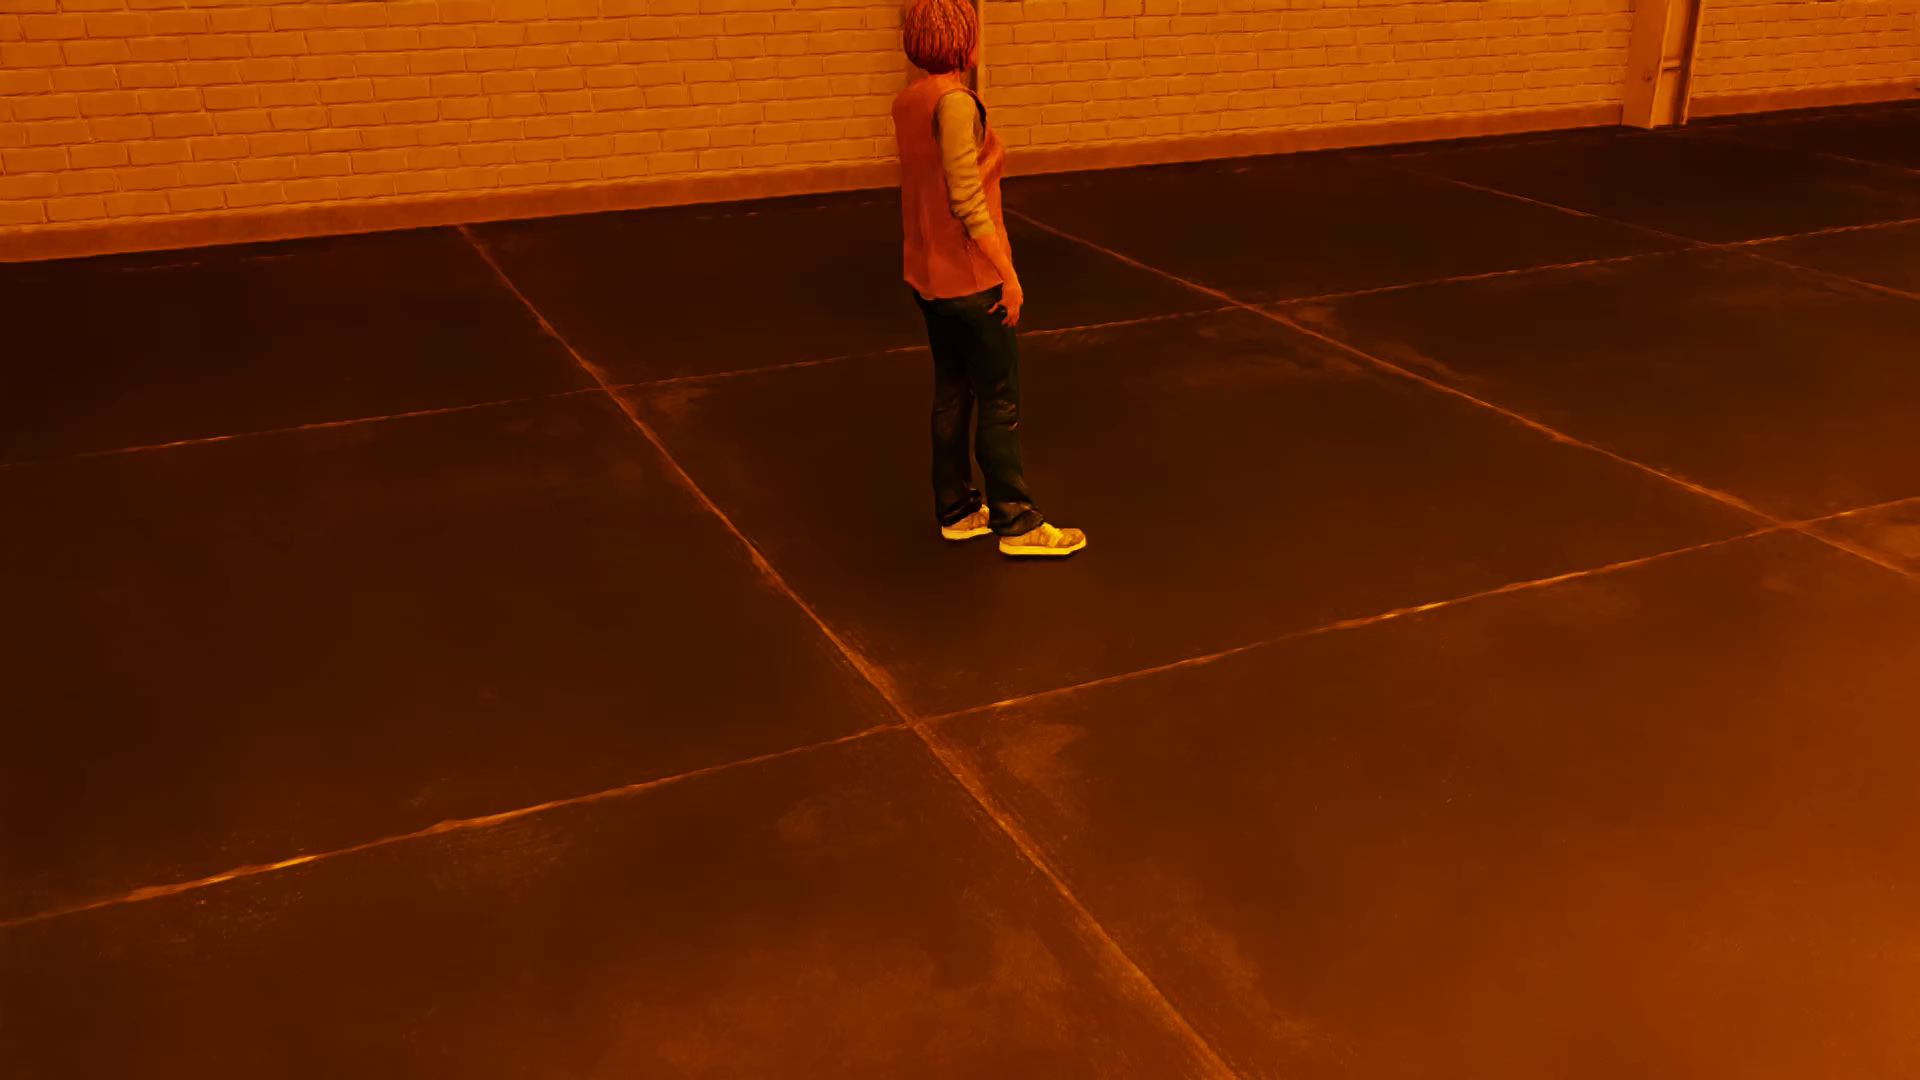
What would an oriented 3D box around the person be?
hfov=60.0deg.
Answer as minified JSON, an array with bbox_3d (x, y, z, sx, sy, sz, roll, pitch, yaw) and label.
[{"bbox_3d":[0.073,-0.751,4.815,0.474,1.597,0.520,-10,25,-23],"label":"person"}]
